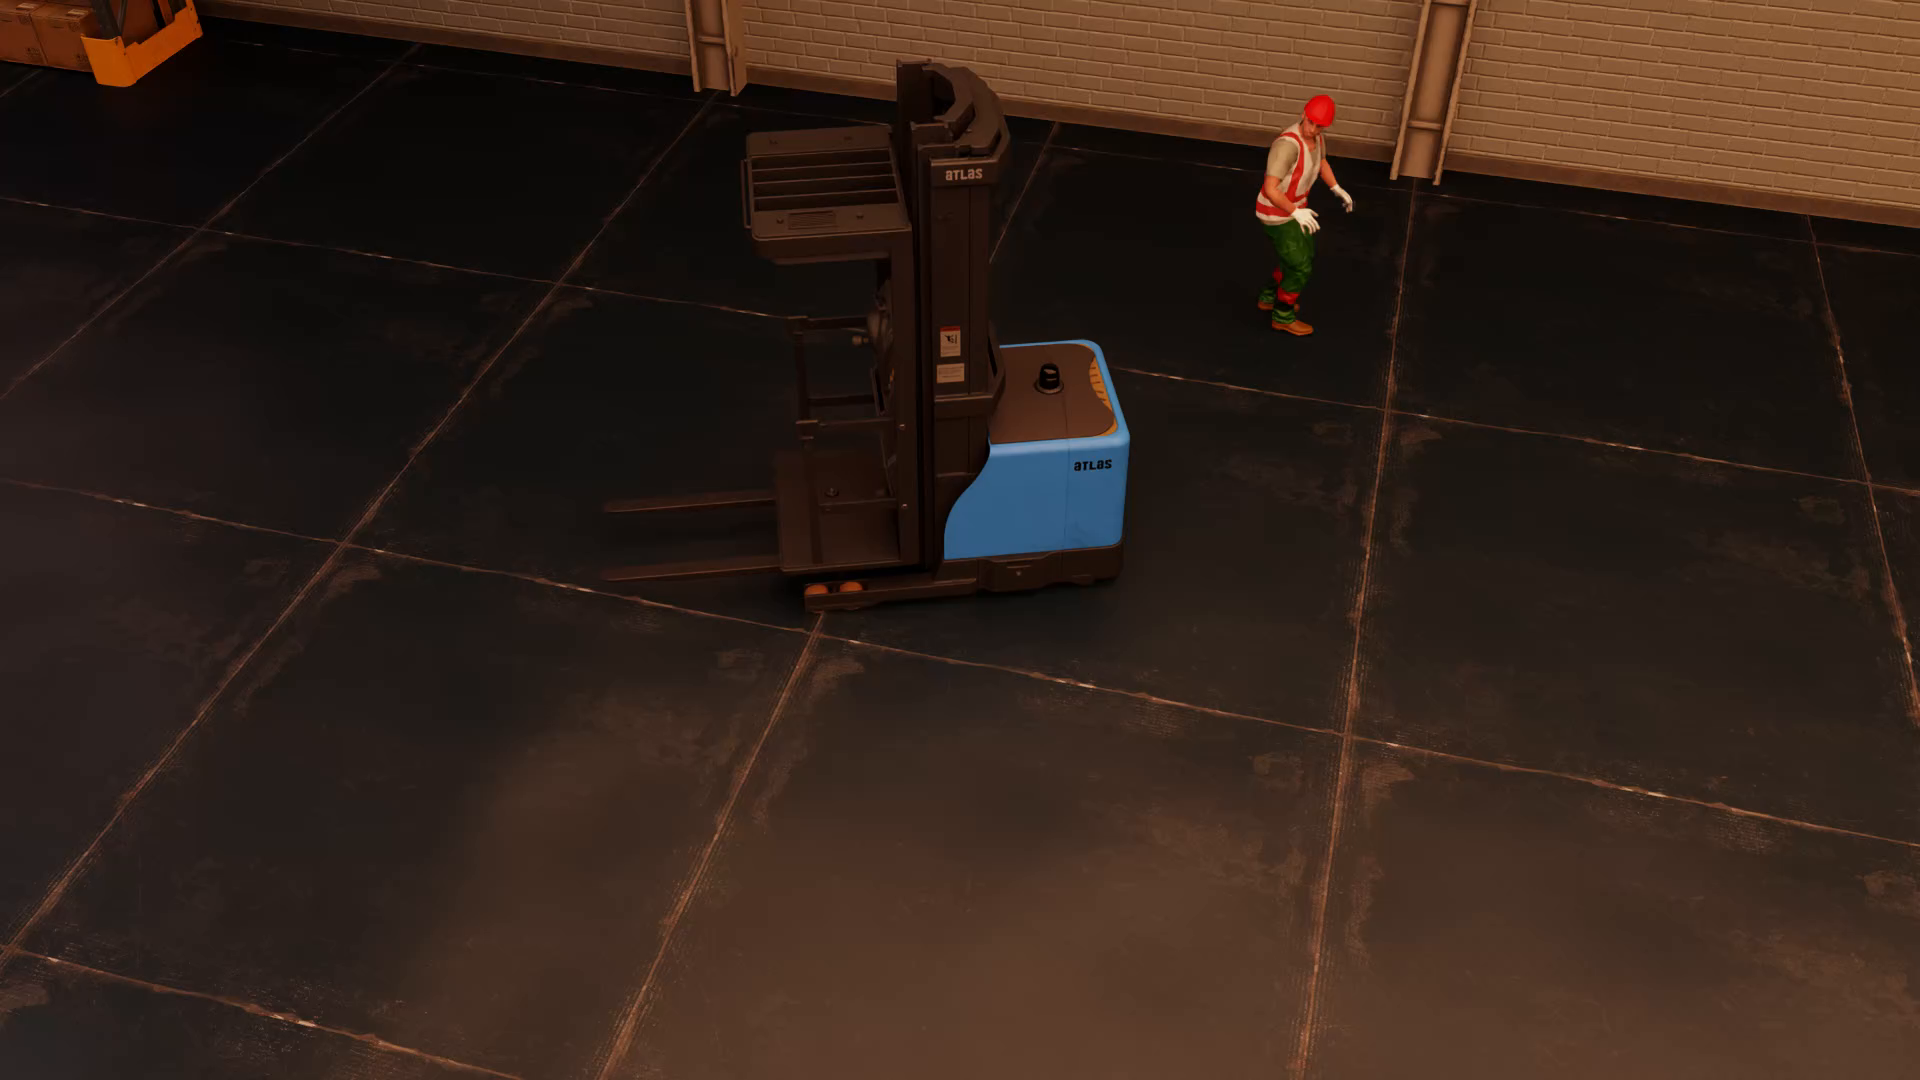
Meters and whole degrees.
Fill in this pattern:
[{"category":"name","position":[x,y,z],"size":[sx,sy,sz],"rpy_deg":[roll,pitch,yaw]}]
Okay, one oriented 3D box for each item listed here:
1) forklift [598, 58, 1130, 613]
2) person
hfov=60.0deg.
[{"category":"forklift","position":[-0.604,-1.052,9.062],"size":[3.031,2.935,1.130],"rpy_deg":[-5,41,-5]},{"category":"person","position":[2.319,-2.220,11.331],"size":[0.549,1.727,0.771],"rpy_deg":[20,45,21]}]
